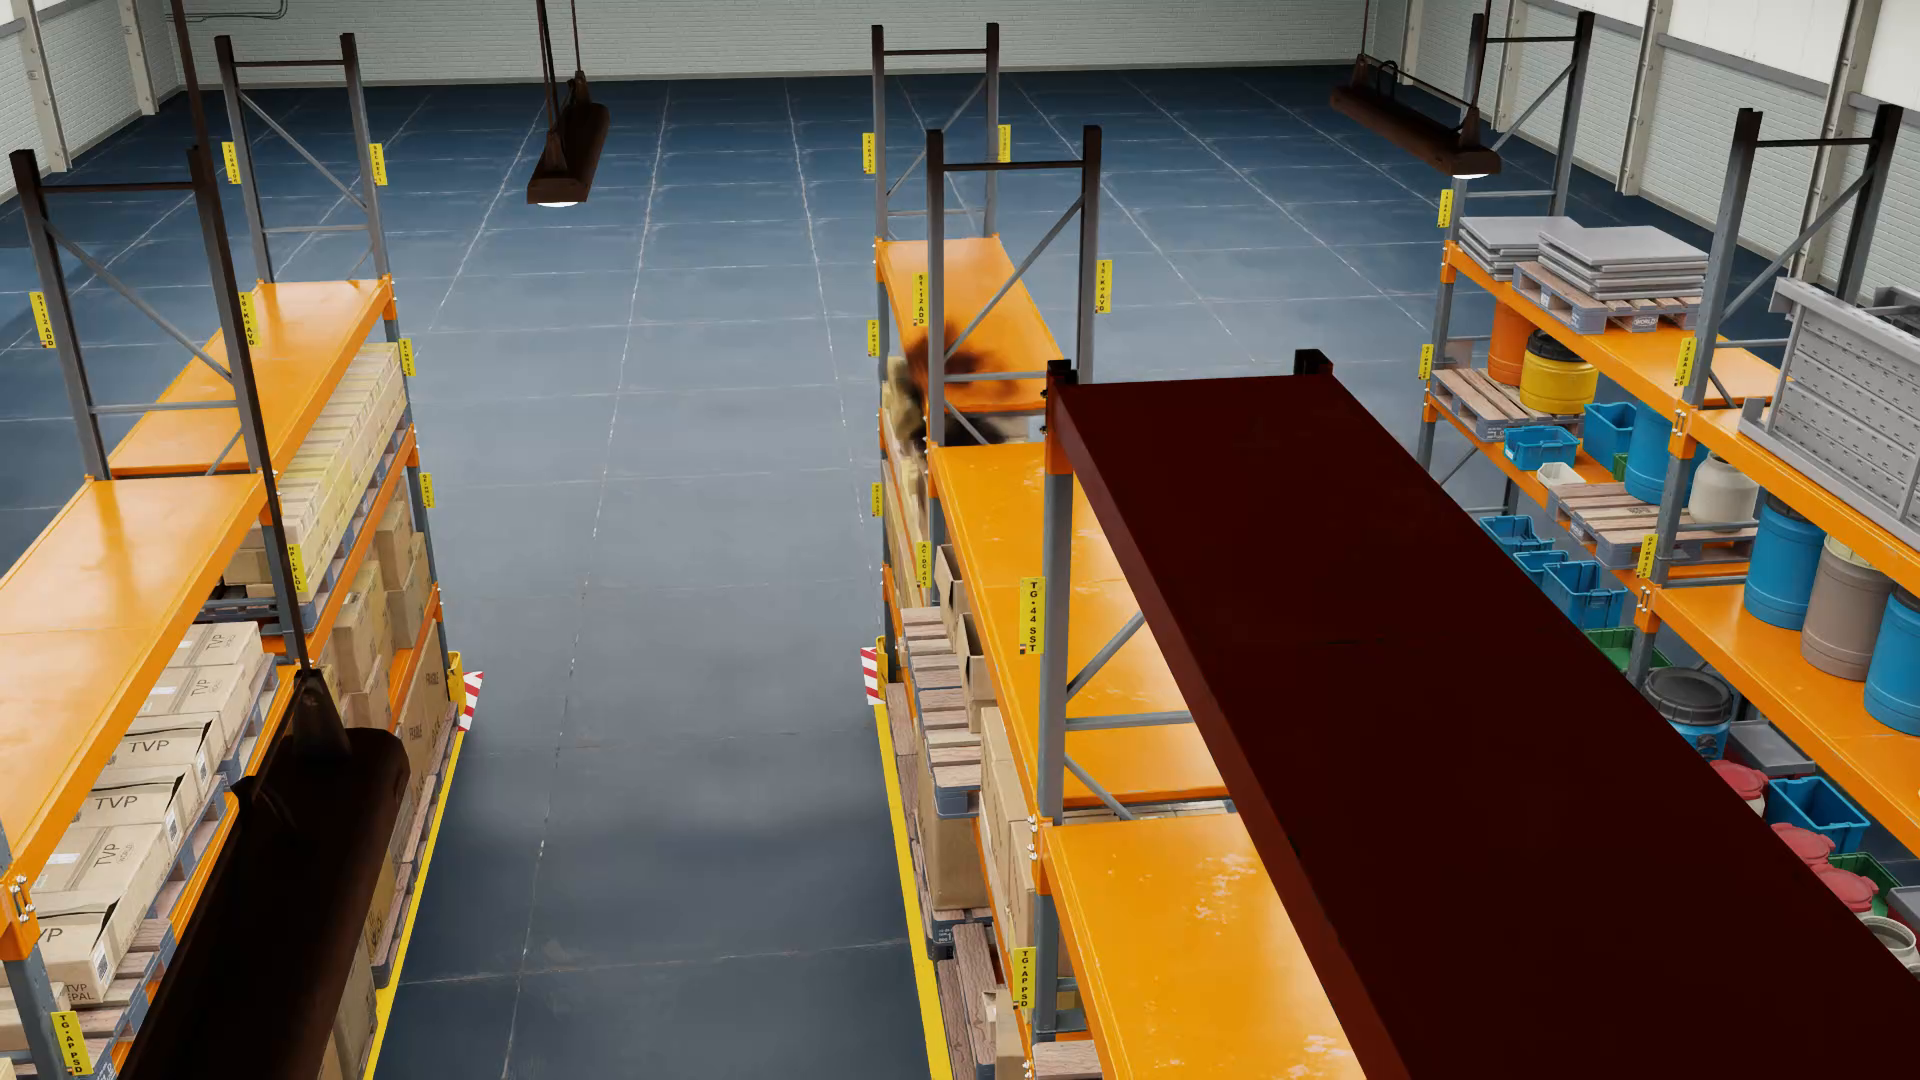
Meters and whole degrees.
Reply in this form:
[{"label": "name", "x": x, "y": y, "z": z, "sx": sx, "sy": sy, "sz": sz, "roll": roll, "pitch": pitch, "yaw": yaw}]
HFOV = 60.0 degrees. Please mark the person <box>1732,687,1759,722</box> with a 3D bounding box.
[{"label": "person", "x": 6.965, "y": 0.900, "z": 14.591, "sx": 0.676, "sy": 1.794, "sz": 0.684, "roll": -7, "pitch": 26, "yaw": -13}]
